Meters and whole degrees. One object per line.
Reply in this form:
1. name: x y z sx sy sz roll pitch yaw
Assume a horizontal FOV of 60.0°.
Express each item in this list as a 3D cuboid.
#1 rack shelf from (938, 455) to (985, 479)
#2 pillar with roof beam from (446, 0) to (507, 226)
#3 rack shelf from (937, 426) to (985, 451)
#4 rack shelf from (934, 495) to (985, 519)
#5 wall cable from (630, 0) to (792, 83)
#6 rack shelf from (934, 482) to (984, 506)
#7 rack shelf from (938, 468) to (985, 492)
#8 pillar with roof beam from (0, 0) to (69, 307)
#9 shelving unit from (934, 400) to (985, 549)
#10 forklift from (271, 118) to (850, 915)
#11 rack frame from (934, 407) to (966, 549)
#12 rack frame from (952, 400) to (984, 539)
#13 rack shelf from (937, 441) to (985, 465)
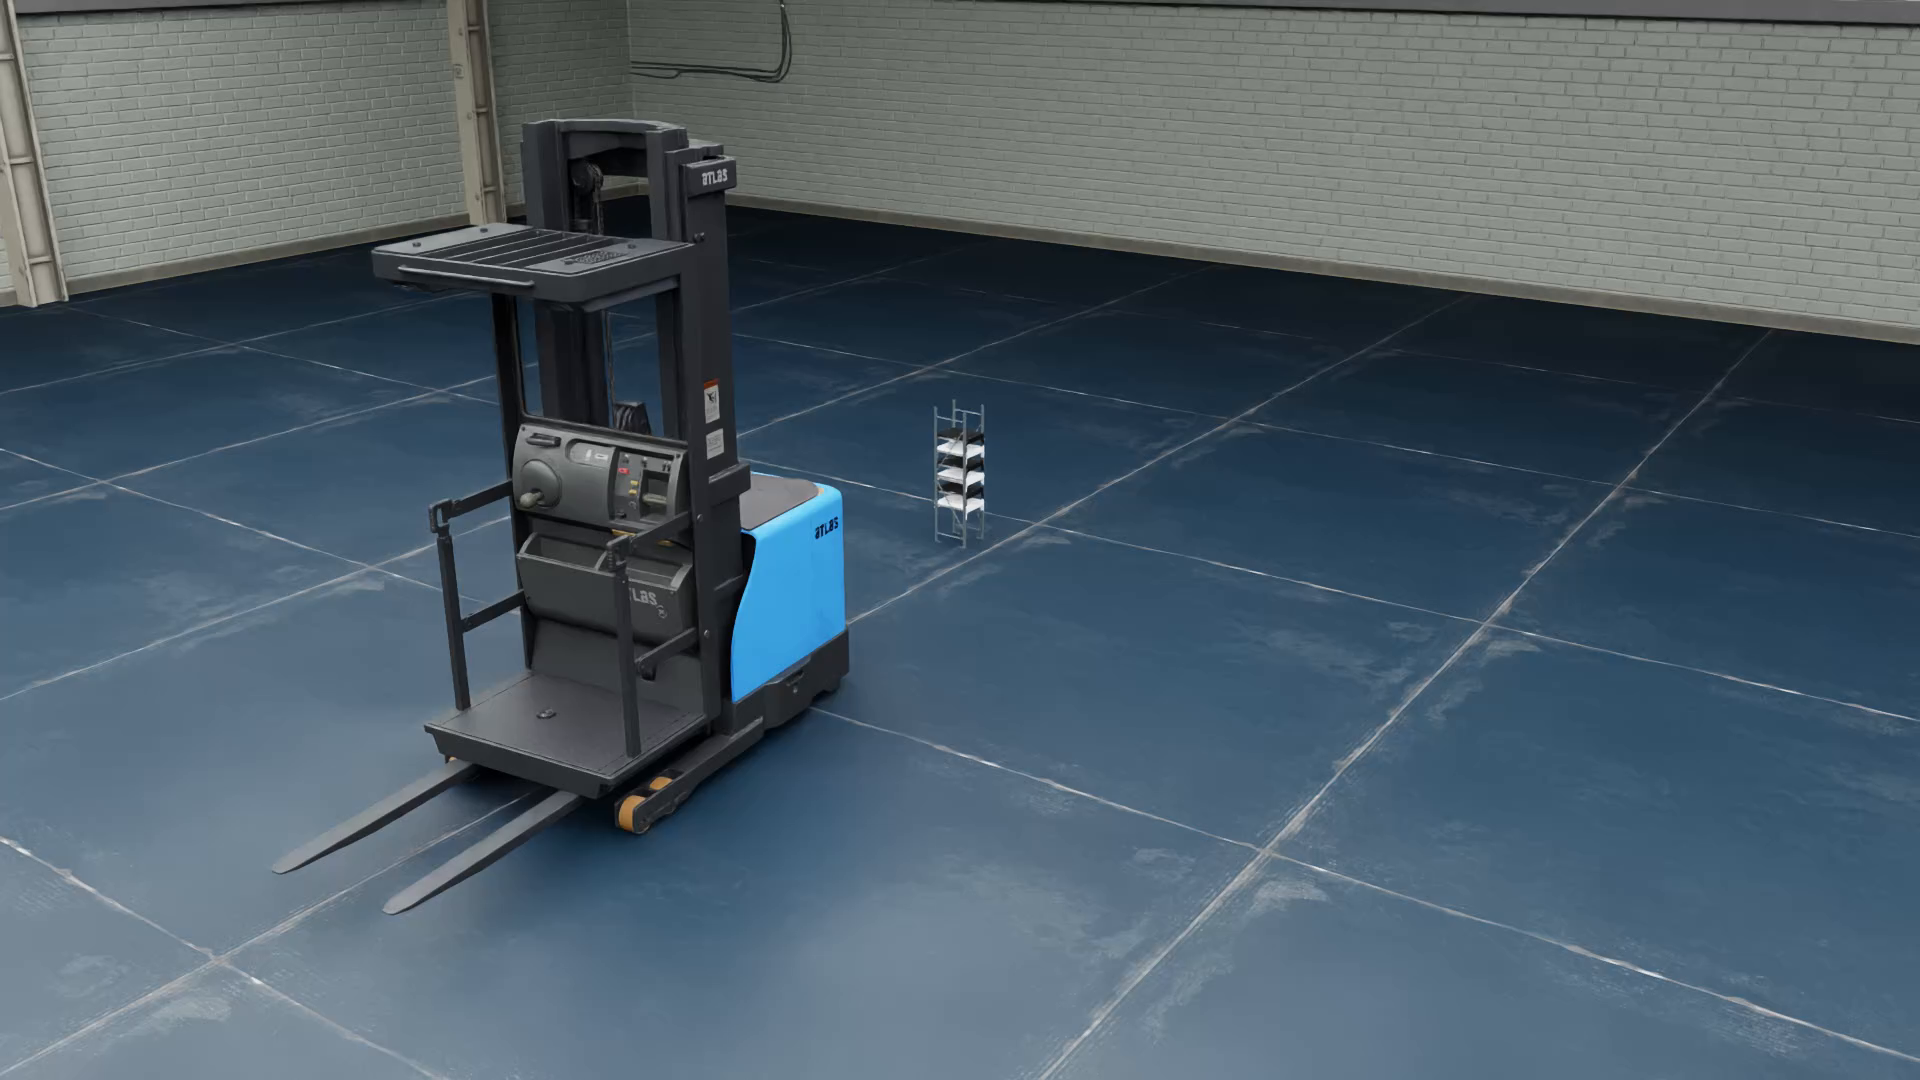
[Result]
1. rack shelf: -0.005 -0.473 10.583 0.258 0.077 0.200 13 24 32
2. pillar with roof beam: -2.740 -7.612 18.373 9.100 9.000 0.400 13 24 32
3. rack shelf: -0.005 -0.642 10.520 0.258 0.077 0.200 13 24 32
4. rack shelf: -0.005 -0.220 10.677 0.258 0.077 0.200 13 24 32
5. wall cable: -3.551 -7.583 22.769 3.097 2.526 0.112 13 24 32
6. rack shelf: -0.005 -0.304 10.645 0.258 0.077 0.200 13 24 32
7. rack shelf: -0.005 -0.388 10.614 0.258 0.077 0.200 13 24 32
8. pillar with roof beam: -6.113 -5.891 13.719 9.100 9.000 0.400 13 24 32
9. shelving unit: -0.005 -0.420 10.603 0.258 0.900 0.210 13 24 32
10. forklift: -1.722 -0.266 7.259 1.130 2.935 3.031 11 23 26
11. rack frame: -0.062 -0.391 10.524 0.240 0.900 0.006 13 24 32
12. rack frame: 0.053 -0.449 10.681 0.240 0.900 0.006 13 24 32
13. rack shelf: -0.005 -0.557 10.552 0.258 0.077 0.200 13 24 32
